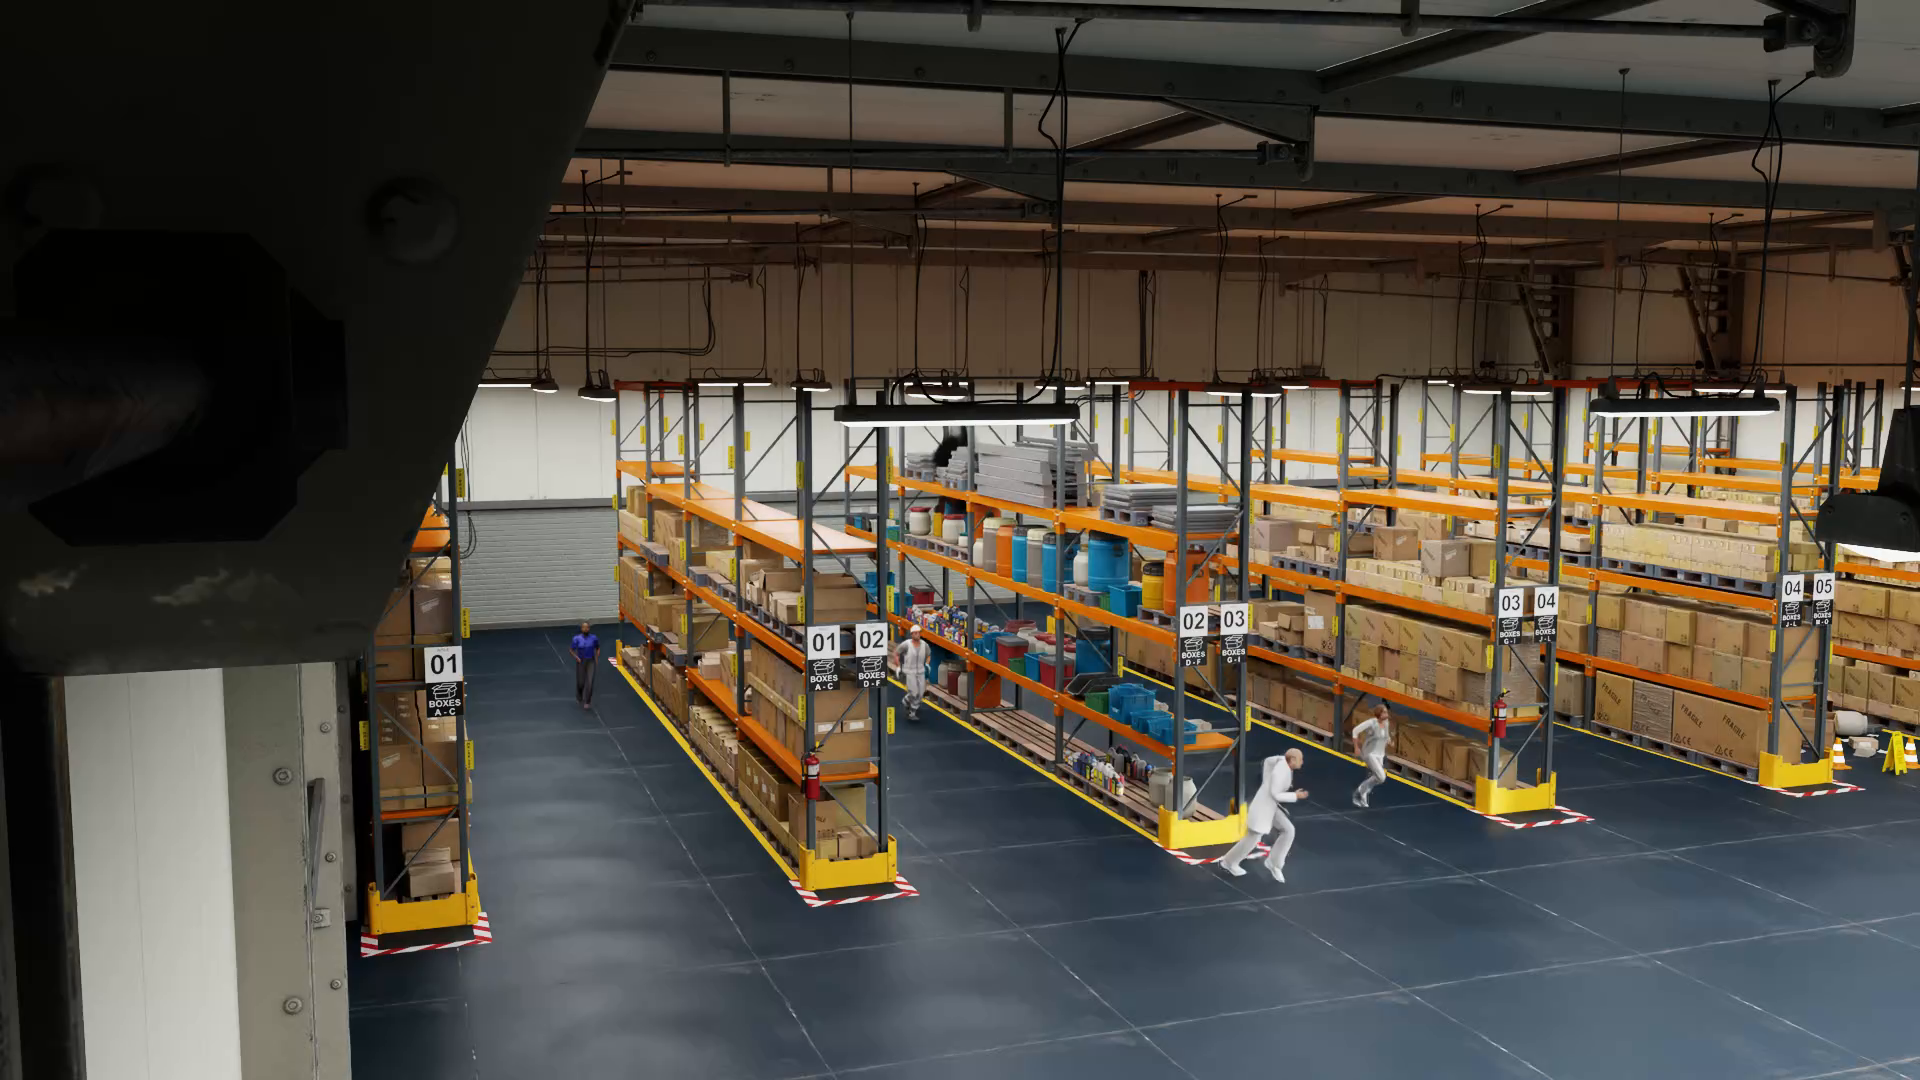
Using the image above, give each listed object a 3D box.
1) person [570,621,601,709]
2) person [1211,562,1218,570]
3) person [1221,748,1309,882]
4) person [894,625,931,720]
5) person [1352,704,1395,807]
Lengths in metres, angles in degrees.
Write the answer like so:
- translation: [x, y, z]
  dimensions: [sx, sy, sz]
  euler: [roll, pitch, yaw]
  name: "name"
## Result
- translation: [-6.895, 2.292, 30.653]
  dimensions: [0.562, 1.609, 0.589]
  euler: [-2, 6, -21]
  name: "person"
- translation: [6.155, 1.253, 40.421]
  dimensions: [0.612, 1.655, 0.861]
  euler: [5, 8, 41]
  name: "person"
- translation: [3.749, 3.374, 20.440]
  dimensions: [1.067, 1.718, 0.750]
  euler: [2, 6, 18]
  name: "person"
- translation: [-0.799, 2.362, 29.386]
  dimensions: [0.671, 1.734, 0.633]
  euler: [-3, 7, -24]
  name: "person"
- translation: [5.863, 3.062, 23.548]
  dimensions: [0.496, 1.526, 0.695]
  euler: [-5, 8, -37]
  name: "person"
